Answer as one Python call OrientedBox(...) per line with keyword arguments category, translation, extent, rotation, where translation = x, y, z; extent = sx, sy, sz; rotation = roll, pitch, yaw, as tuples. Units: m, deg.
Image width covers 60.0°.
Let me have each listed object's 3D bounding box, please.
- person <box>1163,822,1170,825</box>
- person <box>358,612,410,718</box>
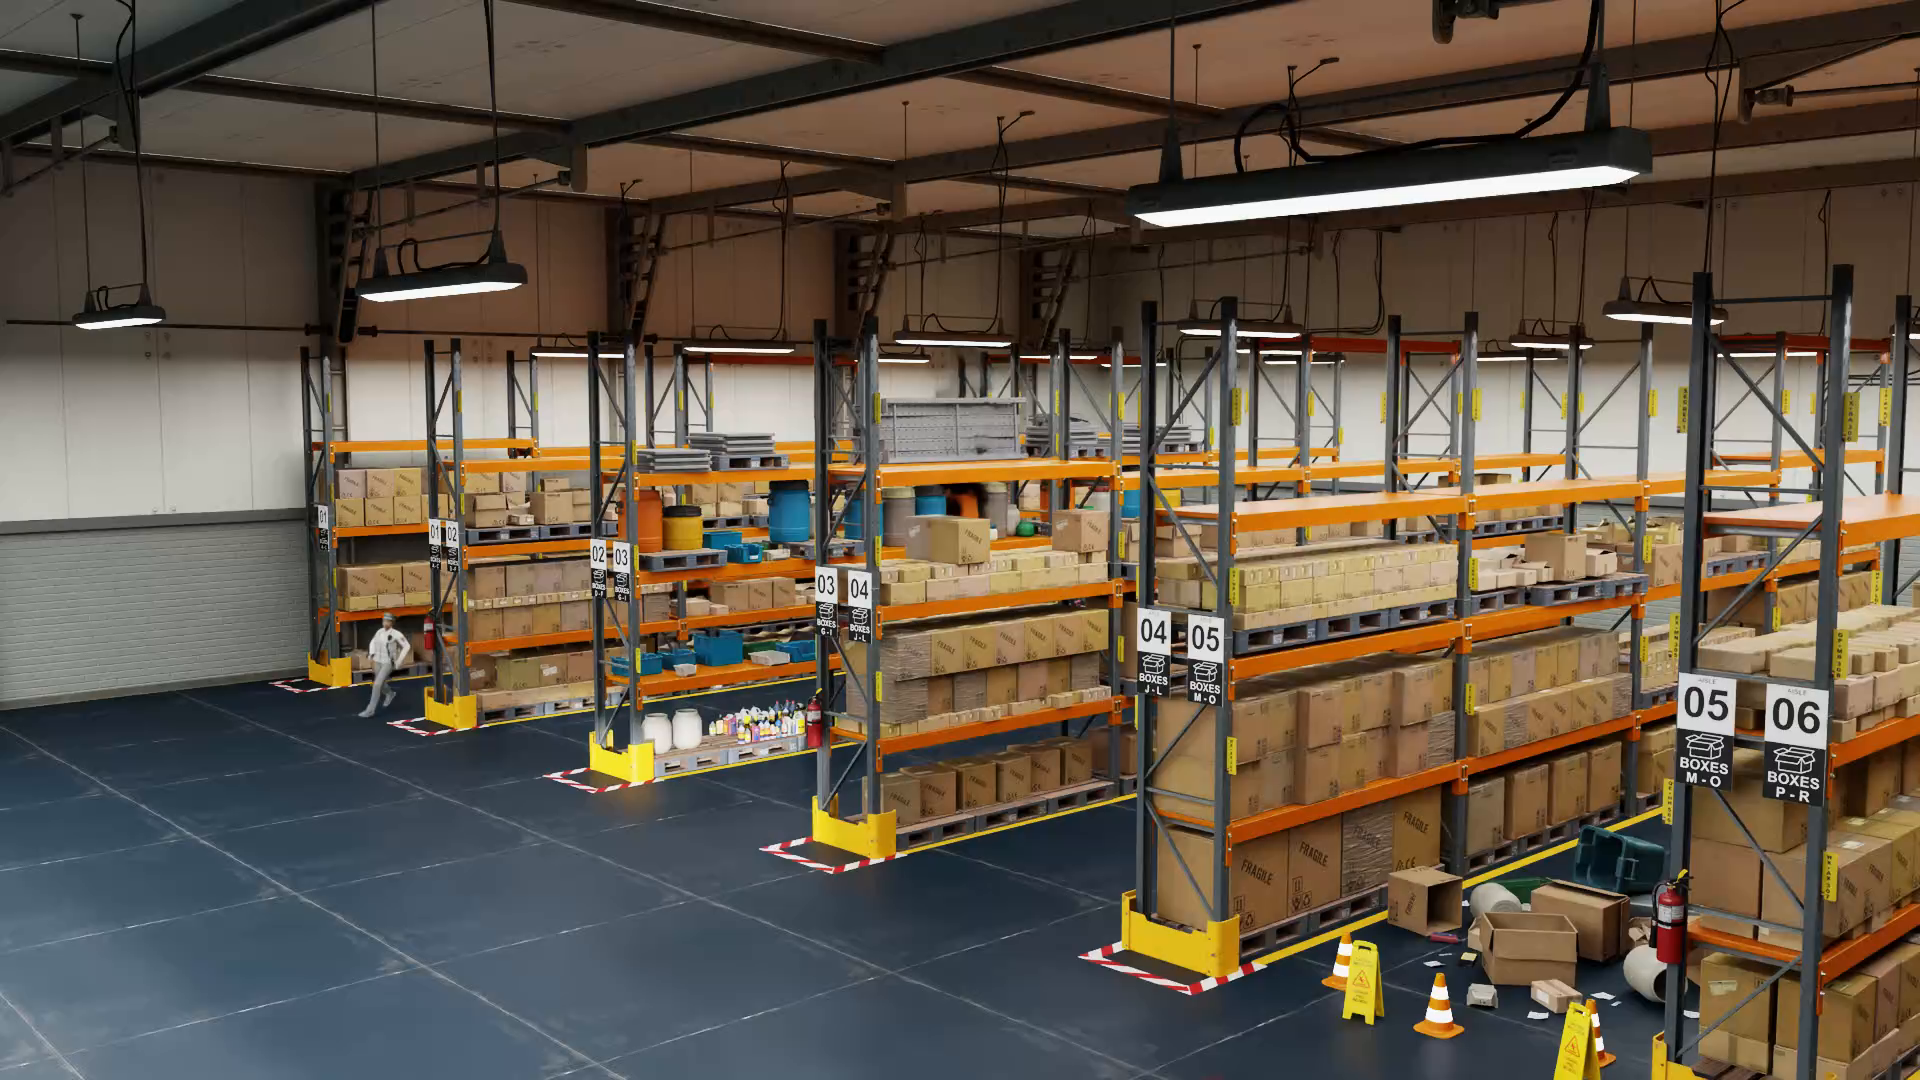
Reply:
OrientedBox(category="person", translation=(2.445, 2.720, 18.191), extent=(0.673, 1.702, 0.789), rotation=(5, 7, 45))
OrientedBox(category="person", translation=(-9.227, 1.979, 26.740), extent=(0.674, 1.651, 0.901), rotation=(2, 5, 21))
